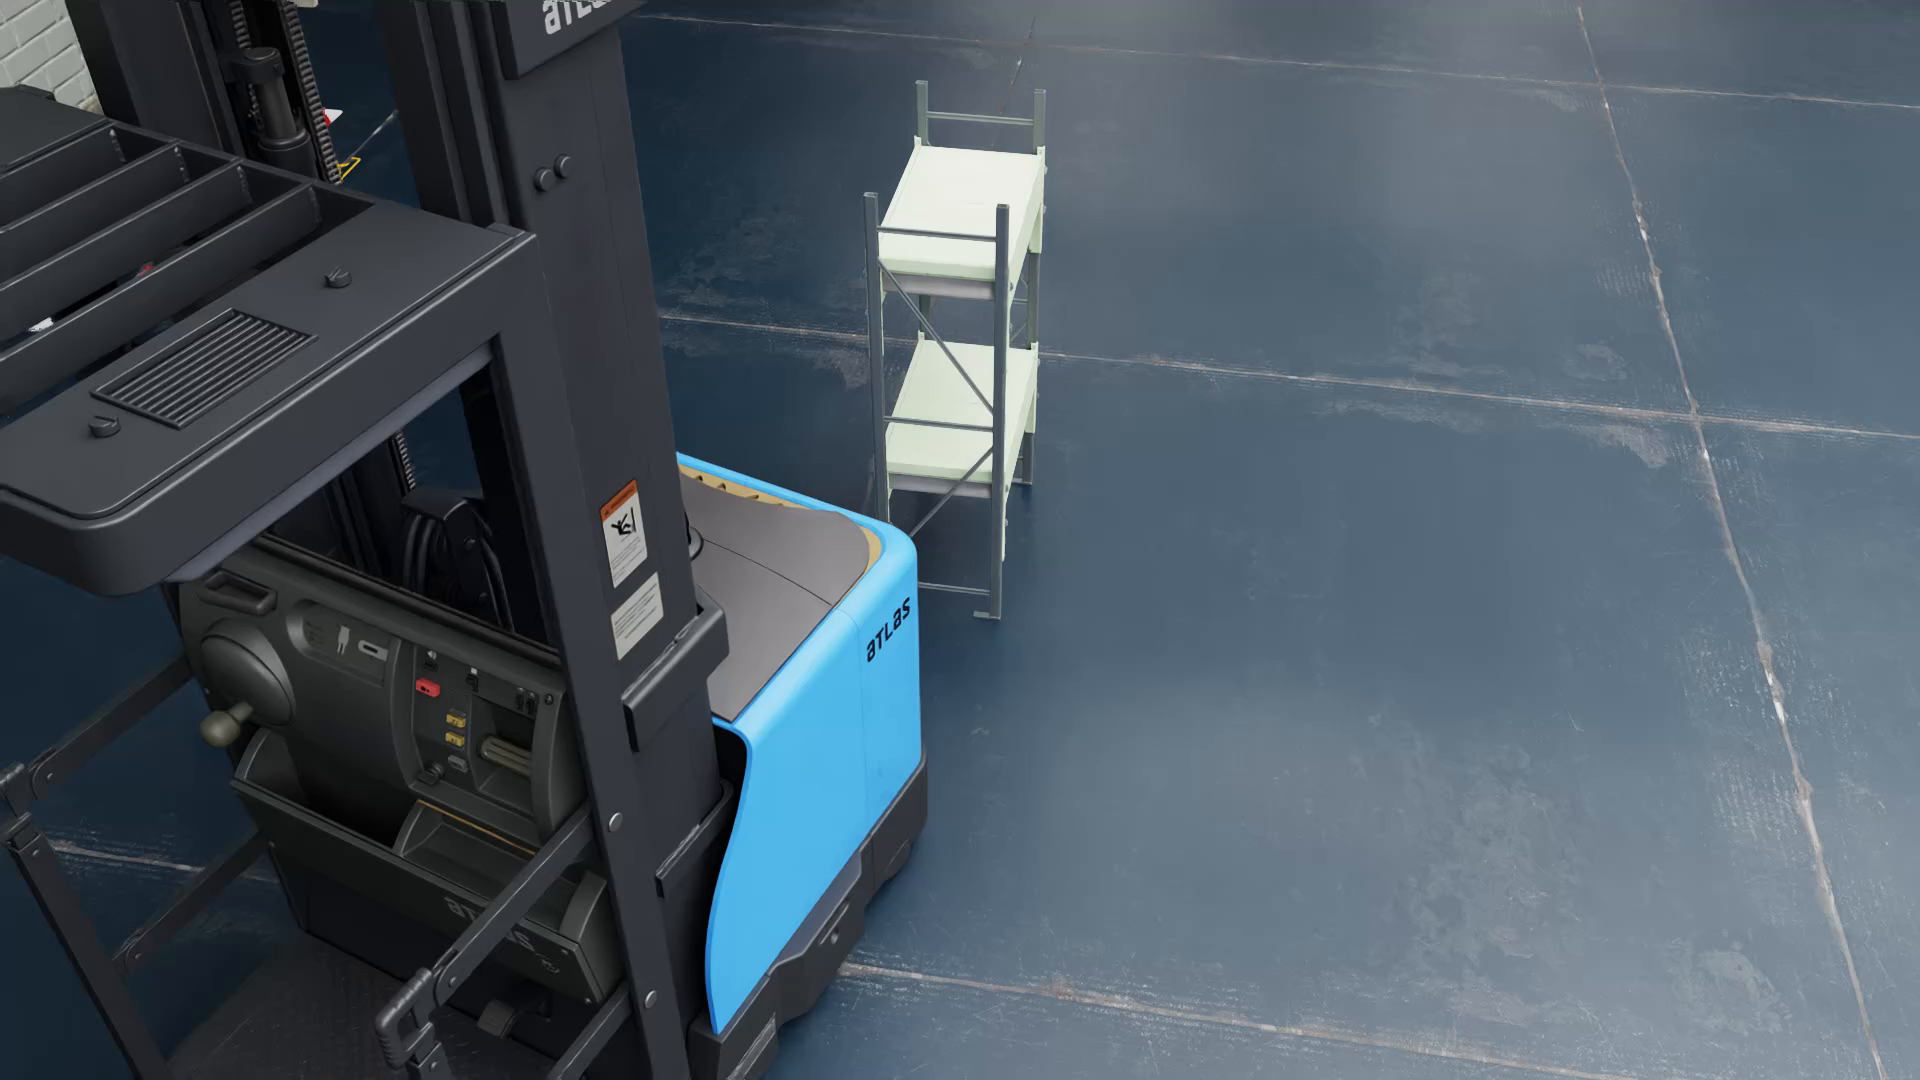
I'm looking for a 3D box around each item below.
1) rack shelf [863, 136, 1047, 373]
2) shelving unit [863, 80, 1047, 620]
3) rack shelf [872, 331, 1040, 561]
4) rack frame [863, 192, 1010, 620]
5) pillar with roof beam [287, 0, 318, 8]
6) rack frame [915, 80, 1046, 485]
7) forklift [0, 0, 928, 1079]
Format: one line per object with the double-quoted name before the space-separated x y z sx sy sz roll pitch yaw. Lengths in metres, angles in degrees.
"rack shelf" -0.001 -0.875 5.018 0.431 0.370 0.720 6 40 8
"shelving unit" -0.001 -0.574 5.267 0.431 1.500 0.755 6 40 8
"rack shelf" -0.001 -0.323 5.475 0.431 0.370 0.720 6 40 8
"rack frame" -0.064 -0.344 4.989 0.400 1.500 0.023 6 40 8
"pillar with roof beam" 0.477 -6.140 6.114 9.100 9.000 0.400 6 40 8
"rack frame" 0.062 -0.804 5.545 0.400 1.500 0.023 6 40 8
"forklift" -1.226 0.366 3.008 1.130 2.935 3.031 19 43 21
